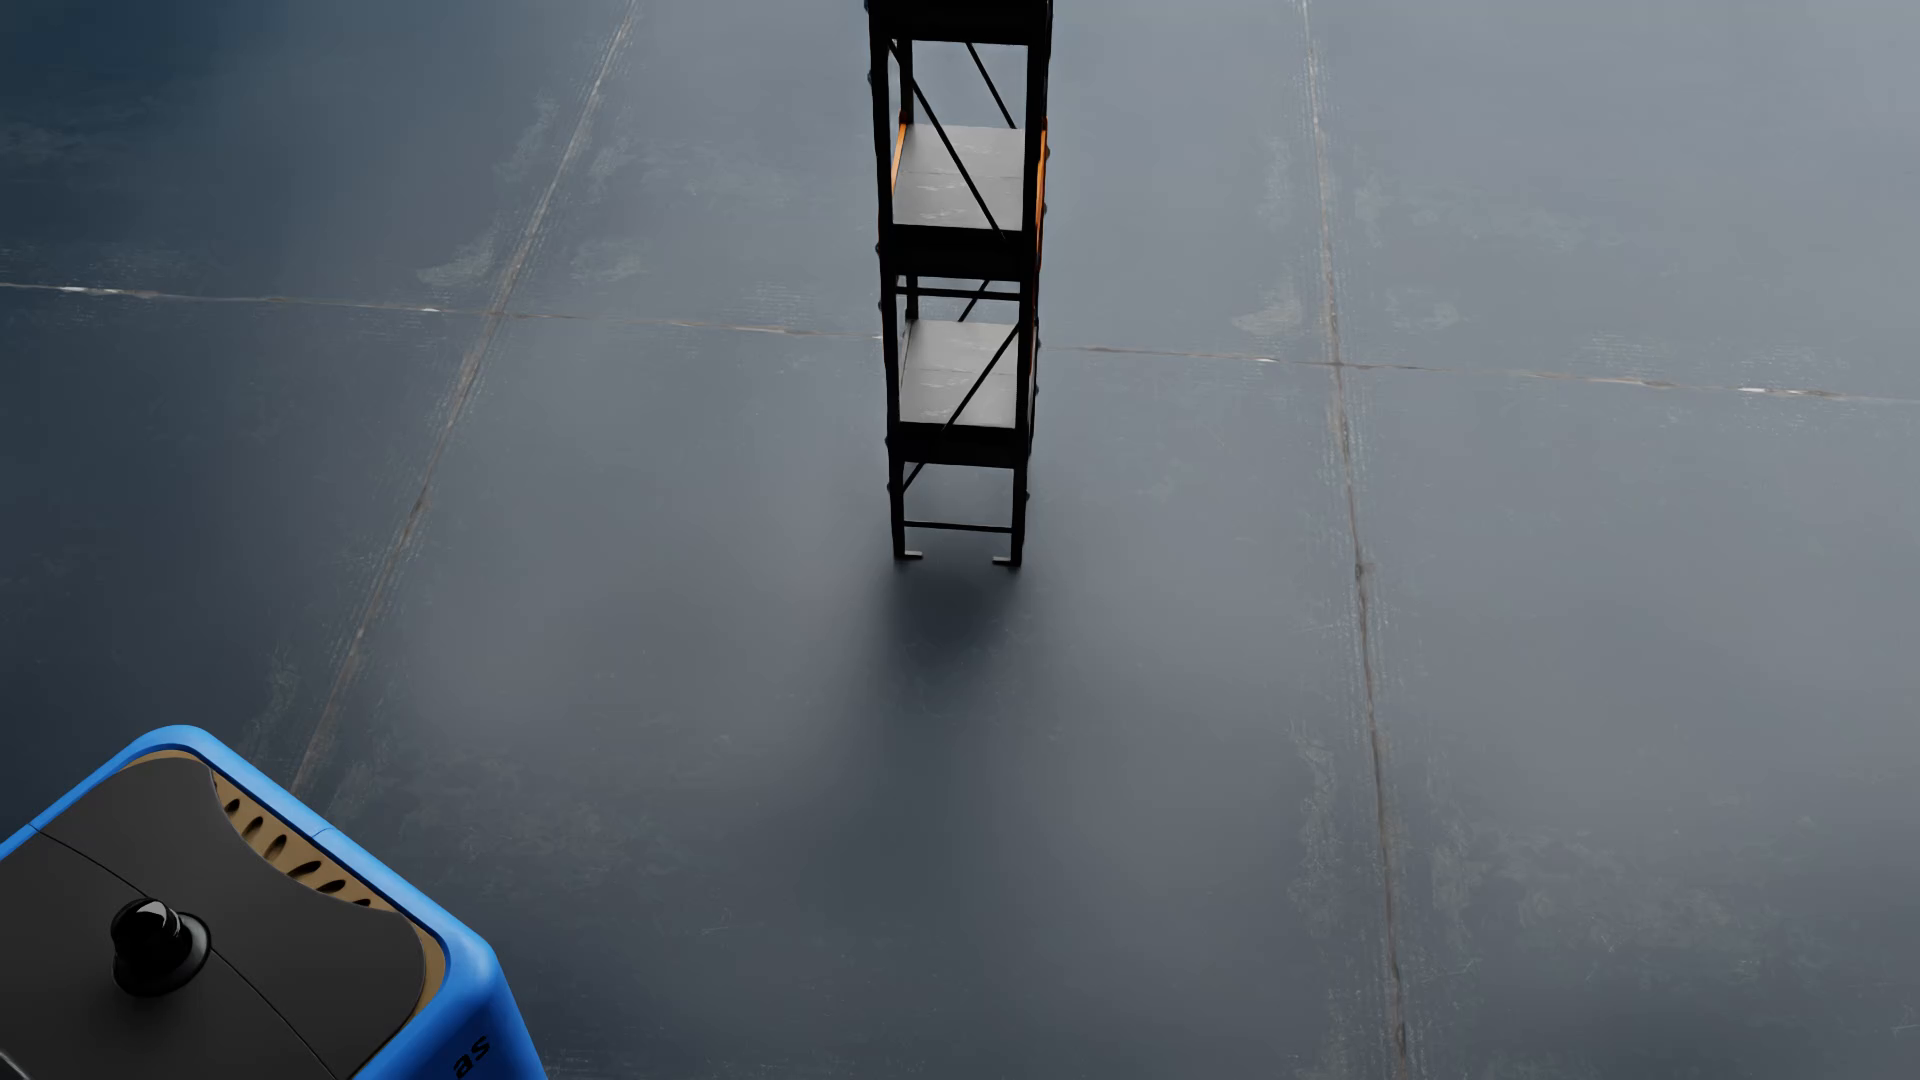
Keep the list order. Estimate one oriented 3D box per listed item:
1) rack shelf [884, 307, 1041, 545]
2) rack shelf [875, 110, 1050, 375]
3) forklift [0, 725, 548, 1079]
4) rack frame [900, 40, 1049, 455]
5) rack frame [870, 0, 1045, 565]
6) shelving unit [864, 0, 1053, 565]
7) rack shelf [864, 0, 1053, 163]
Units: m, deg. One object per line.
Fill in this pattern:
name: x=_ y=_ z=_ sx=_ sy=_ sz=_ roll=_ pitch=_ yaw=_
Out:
rack shelf: x=0.015 y=-0.349 z=5.113 sx=0.431 sy=0.518 sz=0.480 roll=4 pitch=48 yaw=4
rack shelf: x=0.015 y=-0.821 z=4.597 sx=0.431 sy=0.518 sz=0.480 roll=4 pitch=48 yaw=4
forklift: x=-2.116 y=1.188 z=2.177 sx=1.130 sy=2.935 sz=3.031 roll=28 pitch=53 yaw=23
rack frame: x=0.037 y=-1.010 z=4.750 sx=0.400 sy=2.100 sz=0.015 roll=4 pitch=48 yaw=4
rack frame: x=-0.007 y=-0.651 z=4.422 sx=0.400 sy=2.100 sz=0.015 roll=4 pitch=48 yaw=4
shelving unit: x=0.015 y=-0.830 z=4.586 sx=0.431 sy=2.100 sz=0.503 roll=4 pitch=48 yaw=4
rack shelf: x=0.015 y=-1.294 z=4.080 sx=0.431 sy=0.518 sz=0.480 roll=4 pitch=48 yaw=4
